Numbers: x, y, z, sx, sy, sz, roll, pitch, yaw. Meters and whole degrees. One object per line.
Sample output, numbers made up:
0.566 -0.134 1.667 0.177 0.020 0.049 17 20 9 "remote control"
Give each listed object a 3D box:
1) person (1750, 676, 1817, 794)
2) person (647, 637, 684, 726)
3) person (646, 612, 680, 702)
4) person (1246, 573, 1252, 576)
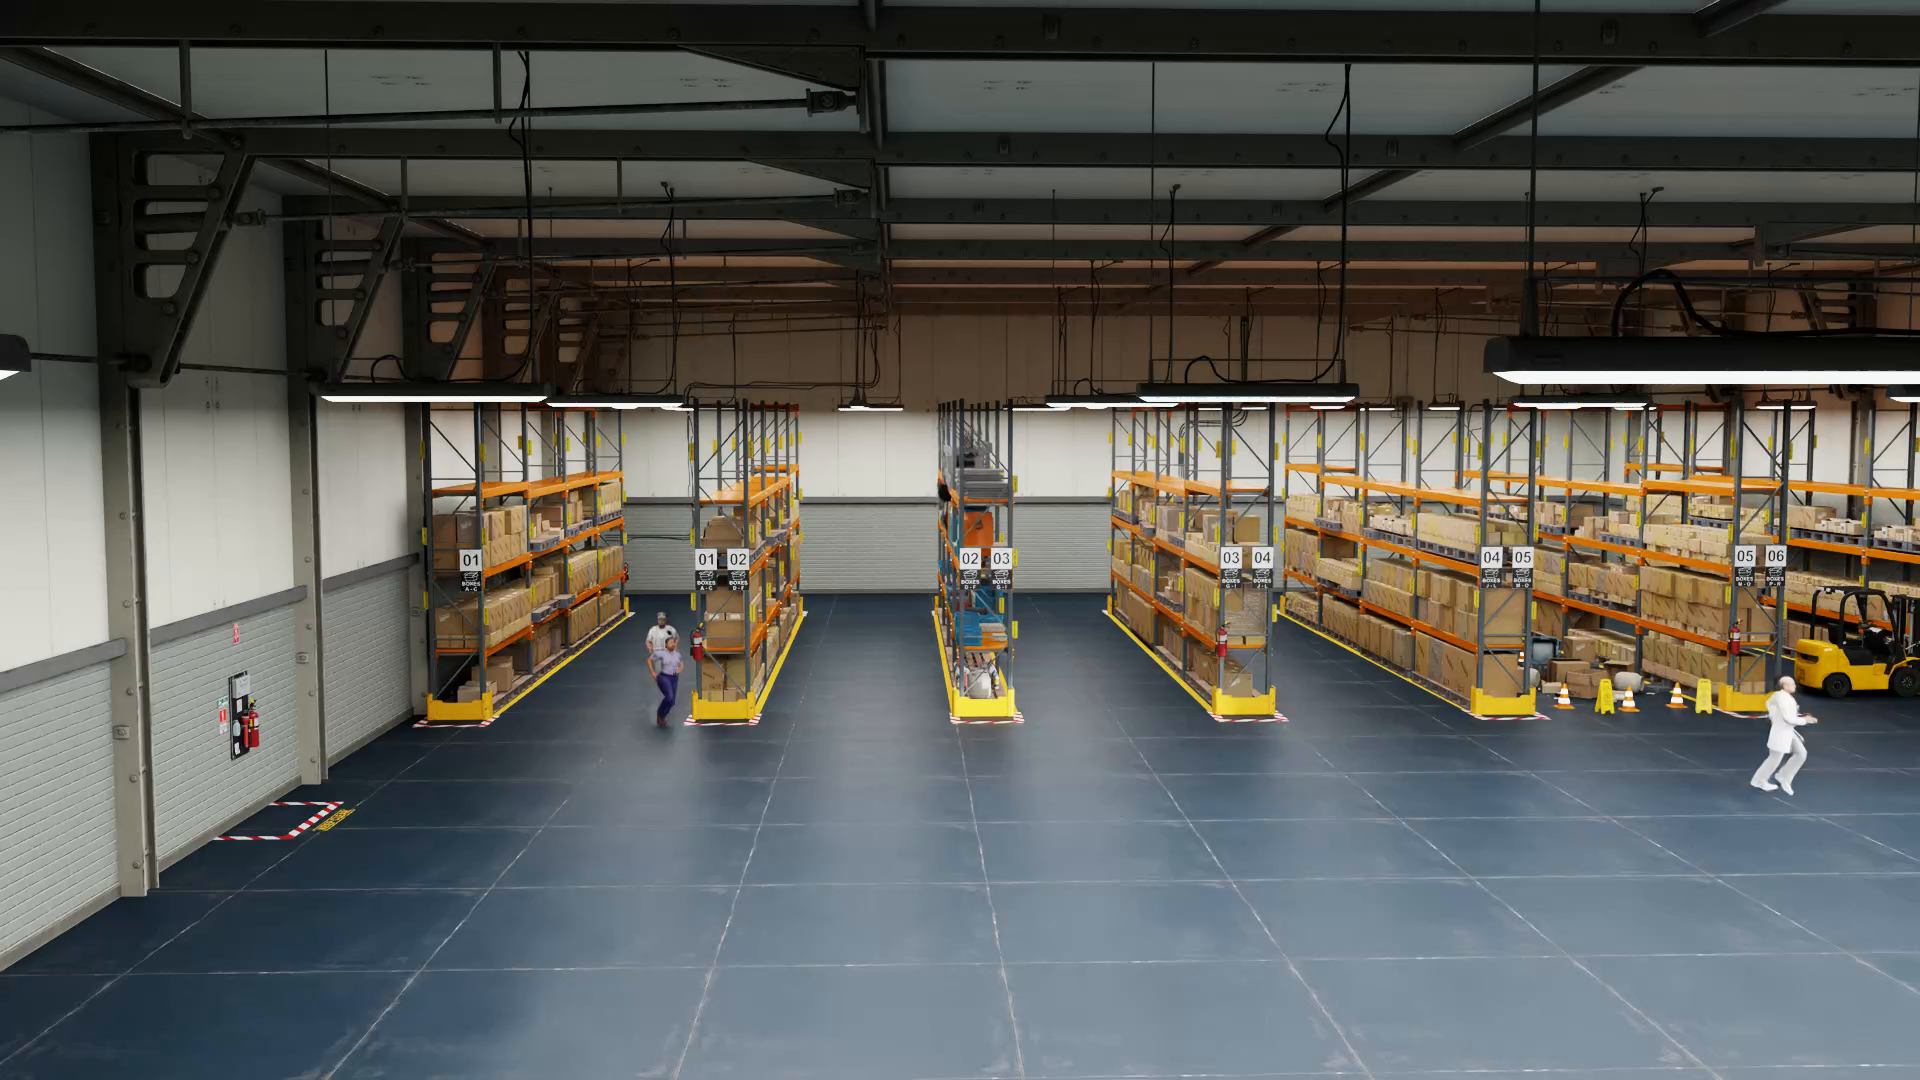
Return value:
12.395 2.945 25.004 0.877 1.808 0.668 3 5 34 "person"
-5.344 2.603 30.600 0.588 1.587 0.624 4 6 40 "person"
-5.974 2.323 33.437 0.663 1.772 0.816 -1 4 -7 "person"
8.386 1.326 48.341 0.637 1.469 0.737 -4 6 -45 "person"
